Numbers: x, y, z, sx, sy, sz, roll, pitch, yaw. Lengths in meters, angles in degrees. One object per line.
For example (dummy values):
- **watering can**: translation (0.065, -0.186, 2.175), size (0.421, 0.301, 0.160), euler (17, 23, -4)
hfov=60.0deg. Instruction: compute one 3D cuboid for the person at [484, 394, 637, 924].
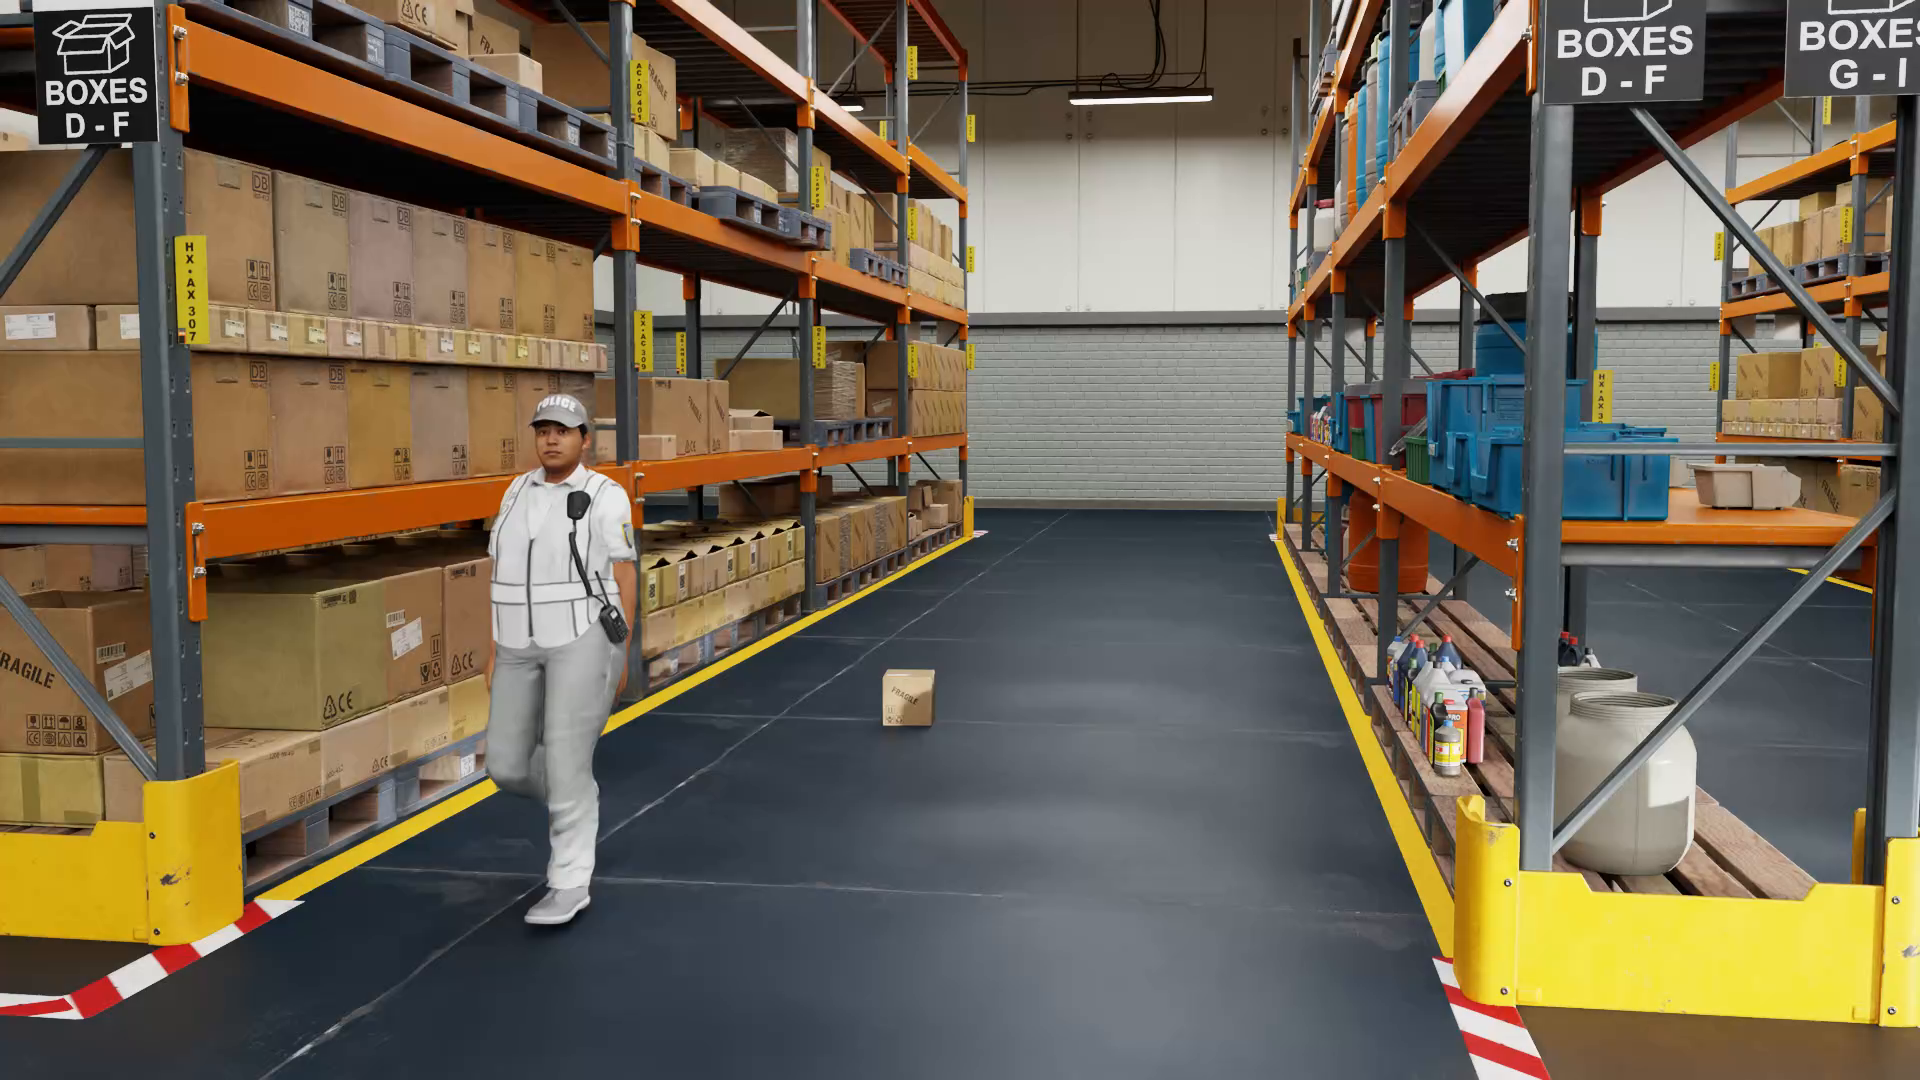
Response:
- **person**: translation (-1.280, 0.347, 5.396), size (0.478, 1.638, 0.715), euler (1, 5, 16)
